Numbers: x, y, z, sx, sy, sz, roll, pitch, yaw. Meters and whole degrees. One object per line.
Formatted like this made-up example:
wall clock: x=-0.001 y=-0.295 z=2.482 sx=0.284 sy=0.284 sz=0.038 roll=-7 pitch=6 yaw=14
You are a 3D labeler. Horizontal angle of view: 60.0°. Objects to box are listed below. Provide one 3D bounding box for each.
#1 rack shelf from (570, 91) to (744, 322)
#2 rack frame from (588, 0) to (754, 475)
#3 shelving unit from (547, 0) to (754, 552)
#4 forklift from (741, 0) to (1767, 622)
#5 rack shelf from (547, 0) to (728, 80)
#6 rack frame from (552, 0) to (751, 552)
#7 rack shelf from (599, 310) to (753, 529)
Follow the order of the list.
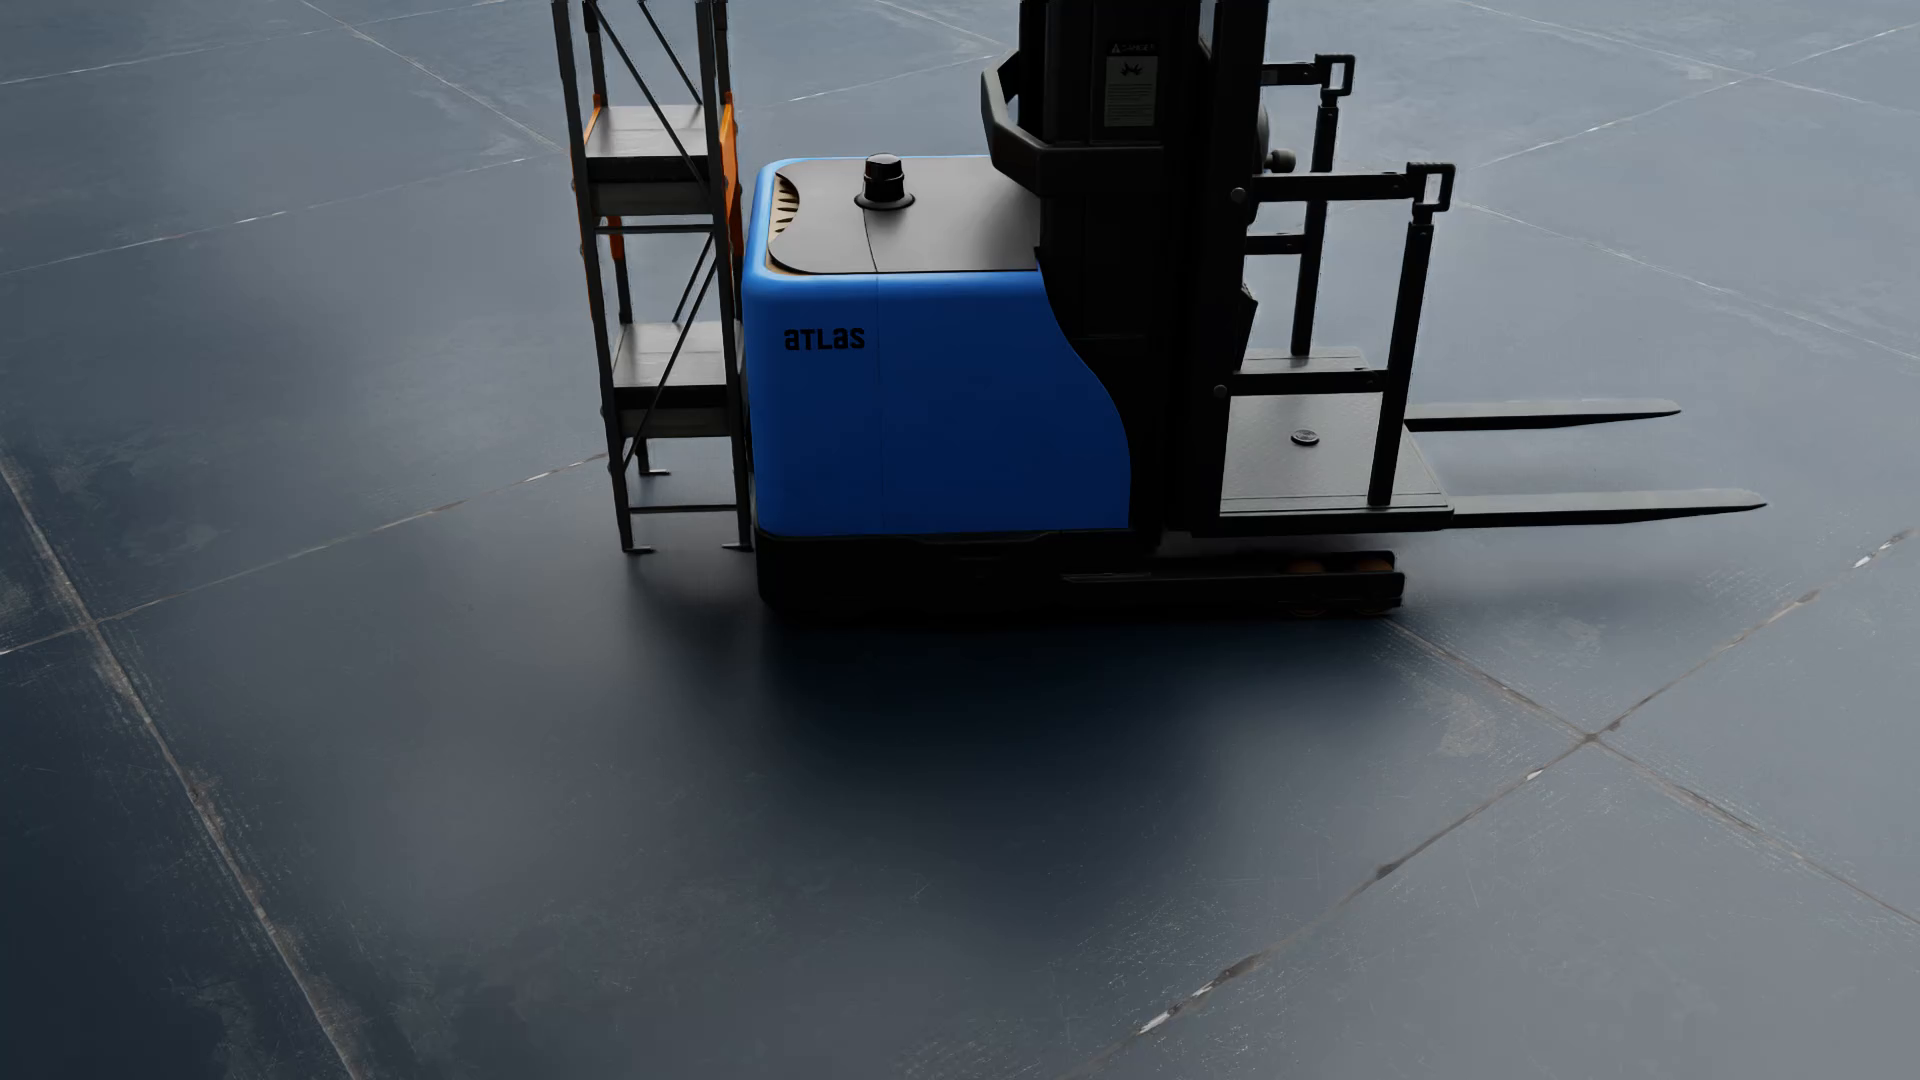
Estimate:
rack shelf: x=-0.868 y=-0.981 z=4.864 sx=0.431 sy=0.518 sz=0.480 roll=-2 pitch=32 yaw=-3
rack frame: x=-0.881 y=-1.121 z=5.064 sx=0.400 sy=2.100 sz=0.015 roll=-2 pitch=32 yaw=-3
shelving unit: x=-0.868 y=-0.992 z=4.857 sx=0.431 sy=2.100 sz=0.503 roll=-2 pitch=32 yaw=-3
forklift: x=0.901 y=-1.297 z=4.560 sx=3.031 sy=2.935 sz=1.130 roll=-2 pitch=32 yaw=-3
rack shelf: x=-0.868 y=-1.575 z=4.495 sx=0.431 sy=0.518 sz=0.480 roll=-2 pitch=32 yaw=-3
rack frame: x=-0.855 y=-0.864 z=4.650 sx=0.400 sy=2.100 sz=0.015 roll=-2 pitch=32 yaw=-3
rack shelf: x=-0.867 y=-0.386 z=5.234 sx=0.431 sy=0.518 sz=0.480 roll=-2 pitch=32 yaw=-3
